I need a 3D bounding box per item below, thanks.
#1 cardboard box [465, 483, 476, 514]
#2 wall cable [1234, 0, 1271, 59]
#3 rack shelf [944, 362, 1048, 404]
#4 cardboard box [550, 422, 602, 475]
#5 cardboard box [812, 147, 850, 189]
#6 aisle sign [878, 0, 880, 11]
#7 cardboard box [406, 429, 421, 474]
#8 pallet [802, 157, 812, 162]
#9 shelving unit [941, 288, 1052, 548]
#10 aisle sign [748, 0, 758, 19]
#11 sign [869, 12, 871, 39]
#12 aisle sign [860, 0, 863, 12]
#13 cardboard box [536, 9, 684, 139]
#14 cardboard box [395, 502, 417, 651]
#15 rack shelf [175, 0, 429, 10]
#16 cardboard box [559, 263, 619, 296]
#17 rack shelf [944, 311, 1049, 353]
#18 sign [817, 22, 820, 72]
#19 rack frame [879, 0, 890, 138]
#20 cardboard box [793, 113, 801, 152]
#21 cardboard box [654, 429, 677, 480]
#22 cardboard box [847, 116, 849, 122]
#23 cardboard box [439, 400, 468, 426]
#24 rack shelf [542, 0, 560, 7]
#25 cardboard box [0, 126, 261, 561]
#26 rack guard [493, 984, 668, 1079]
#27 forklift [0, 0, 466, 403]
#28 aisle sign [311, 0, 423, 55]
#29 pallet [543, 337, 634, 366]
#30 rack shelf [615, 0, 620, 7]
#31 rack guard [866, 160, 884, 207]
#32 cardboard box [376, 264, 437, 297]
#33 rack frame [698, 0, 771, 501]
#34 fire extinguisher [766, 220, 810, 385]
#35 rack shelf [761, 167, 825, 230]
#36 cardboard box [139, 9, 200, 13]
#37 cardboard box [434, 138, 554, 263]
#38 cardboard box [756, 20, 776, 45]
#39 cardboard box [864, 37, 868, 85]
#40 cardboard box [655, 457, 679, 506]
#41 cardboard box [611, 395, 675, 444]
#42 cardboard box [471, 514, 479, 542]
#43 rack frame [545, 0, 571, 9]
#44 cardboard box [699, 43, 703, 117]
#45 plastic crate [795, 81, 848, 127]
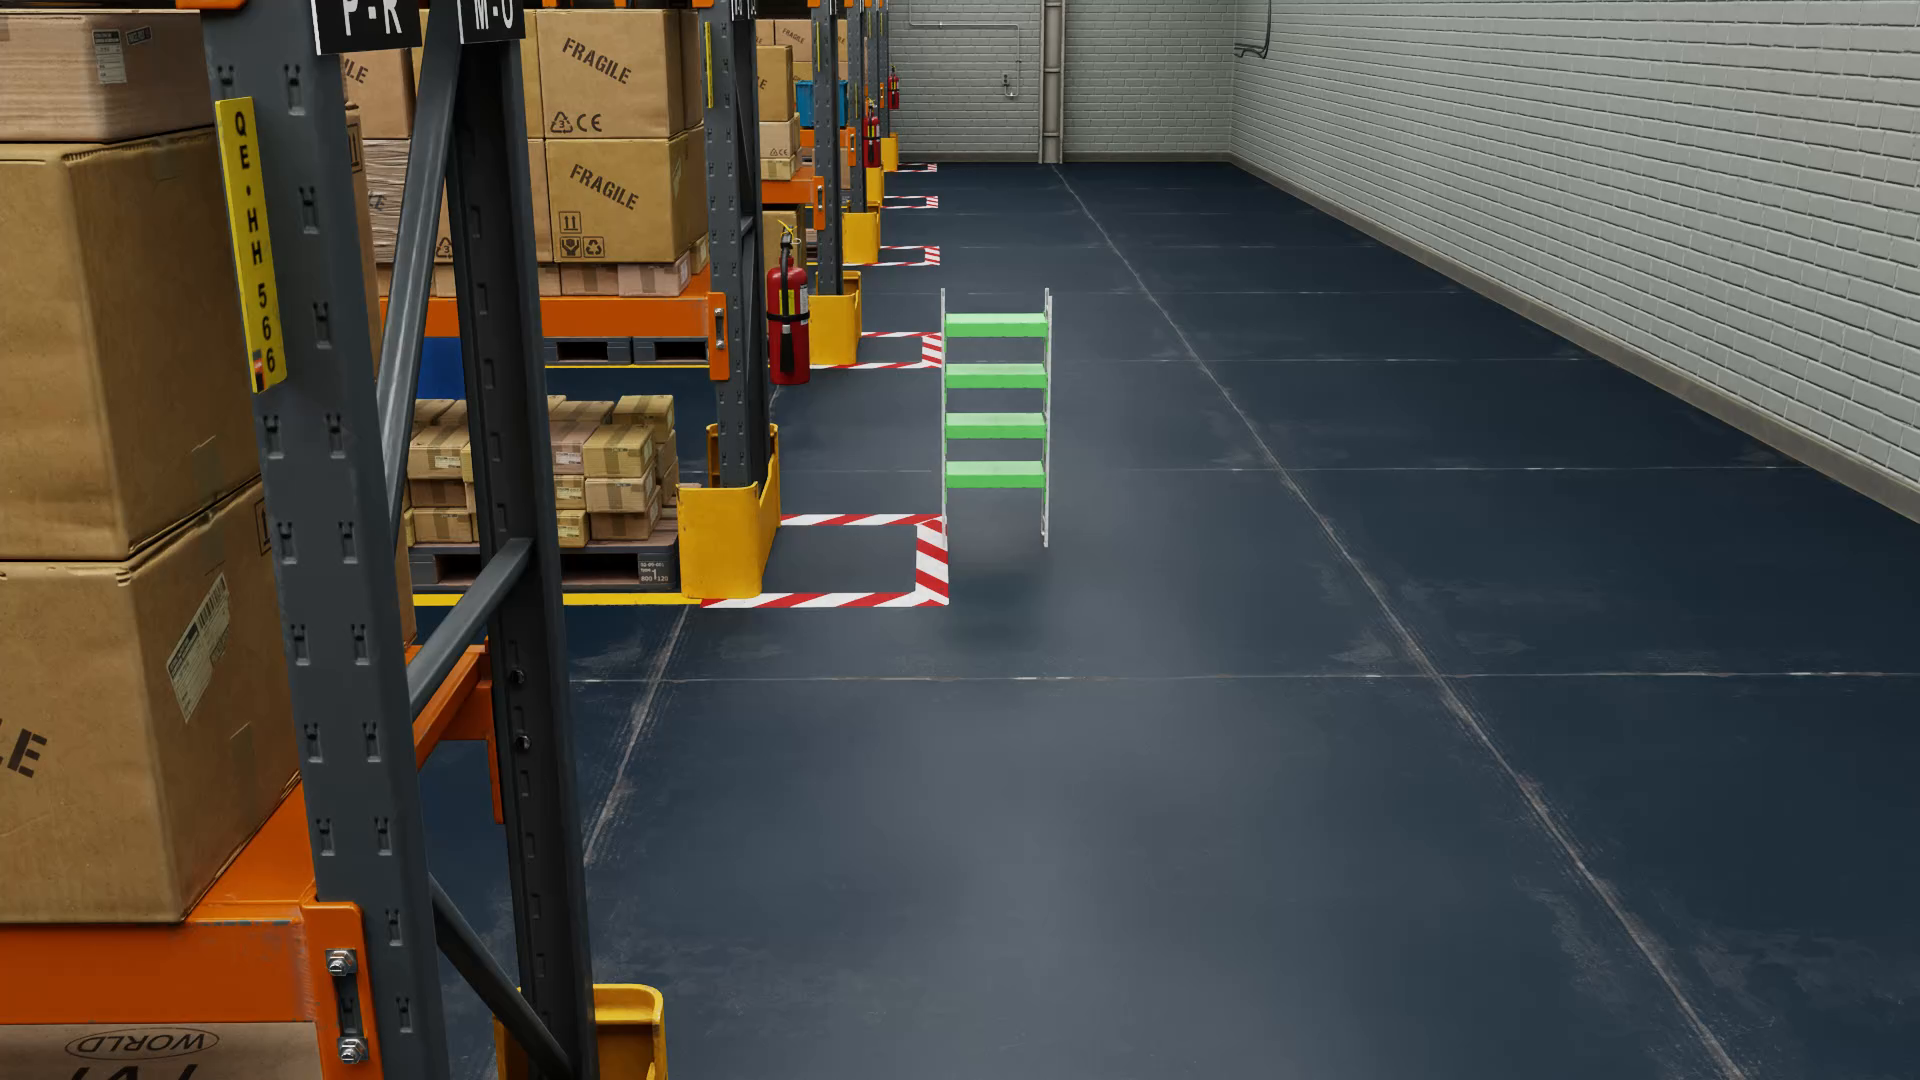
[{"bbox_3d":[-2.025,-0.241,7.381,0.250,0.149,0.380,-1,18,-3],"label":"cardboard box"},{"bbox_3d":[4.467,-8.700,25.519,0.112,2.526,3.097,0,18,-1],"label":"wall cable"},{"bbox_3d":[0.166,-0.740,7.813,0.480,0.148,0.258,0,18,-1],"label":"rack shelf"},{"bbox_3d":[-1.759,-0.412,7.426,0.250,0.149,0.380,0,18,0],"label":"cardboard box"},{"bbox_3d":[-1.651,-4.832,21.572,0.500,0.500,0.500,0,18,-1],"label":"cardboard box"},{"bbox_3d":[-1.048,-7.218,21.383,0.004,0.787,0.394,0,18,-1],"label":"aisle sign"},{"bbox_3d":[-2.544,-0.372,7.301,0.250,0.149,0.380,0,18,1],"label":"cardboard box"},{"bbox_3d":[-1.992,-6.048,26.556,1.213,0.211,1.003,0,18,-1],"label":"pallet"},{"bbox_3d":[0.166,-0.572,7.867,0.503,1.200,0.258,0,18,-1],"label":"shelving unit"},{"bbox_3d":[-0.913,-2.679,7.234,0.004,0.787,0.394,0,18,-1],"label":"aisle sign"},{"bbox_3d":[-1.123,-6.423,20.746,0.005,0.325,0.100,0,18,-1],"label":"sign"},{"bbox_3d":[-0.961,-5.526,16.109,0.004,0.787,0.394,0,18,-1],"label":"aisle sign"},{"bbox_3d":[-1.435,-1.937,6.887,0.500,0.500,0.500,-1,18,-2],"label":"cardboard box"},{"bbox_3d":[-1.287,0.029,2.884,0.500,0.500,0.500,0,18,-1],"label":"cardboard box"},{"bbox_3d":[-2.802,-0.914,2.255,4.000,0.370,1.077,0,18,-1],"label":"rack shelf"},{"bbox_3d":[-1.553,-1.152,7.141,0.250,0.149,0.380,0,18,-1],"label":"cardboard box"},{"bbox_3d":[0.166,-0.968,7.740,0.480,0.148,0.258,0,18,-1],"label":"rack shelf"},{"bbox_3d":[-0.964,-3.363,11.338,0.005,0.325,0.100,0,18,-1],"label":"sign"},{"bbox_3d":[-1.194,-7.404,26.216,0.127,3.000,1.000,0,18,-1],"label":"rack frame"},{"bbox_3d":[-1.443,-3.015,12.295,0.500,0.250,0.500,-1,18,-2],"label":"cardboard box"},{"bbox_3d":[-1.510,-0.410,7.907,0.250,0.149,0.380,0,18,1],"label":"cardboard box"},{"bbox_3d":[-1.770,-6.750,26.521,0.250,0.149,0.380,0,18,0],"label":"cardboard box"},{"bbox_3d":[-2.285,-0.550,7.857,0.250,0.149,0.380,-1,18,-4],"label":"cardboard box"},{"bbox_3d":[-7.111,-6.947,21.061,4.000,0.370,1.077,0,18,-1],"label":"rack shelf"},{"bbox_3d":[-1.281,-0.287,2.231,0.500,0.500,0.500,0,18,1],"label":"cardboard box"},{"bbox_3d":[-0.779,1.352,3.015,0.348,0.500,1.175,0,18,-1],"label":"rack guard"},{"bbox_3d":[-3.958,-1.615,8.284,1.130,2.935,3.031,12,21,33],"label":"forklift"},{"bbox_3d":[-0.726,-0.982,1.942,0.004,0.787,0.394,0,18,-1],"label":"aisle sign"},{"bbox_3d":[-2.974,-1.504,12.392,1.213,0.211,1.003,0,18,-1],"label":"pallet"},{"bbox_3d":[-7.193,-8.460,25.778,4.000,0.370,1.077,0,18,-1],"label":"rack shelf"},{"bbox_3d":[-1.188,-4.700,21.880,0.348,0.500,1.175,0,18,-1],"label":"rack guard"},{"bbox_3d":[-2.322,-1.146,7.121,0.250,0.149,0.380,-1,18,-3],"label":"cardboard box"},{"bbox_3d":[-0.982,-1.350,7.344,0.127,3.000,1.000,0,18,-1],"label":"rack frame"},{"bbox_3d":[-0.723,-0.996,6.977,0.183,0.674,0.296,0,18,-1],"label":"fire extinguisher"},{"bbox_3d":[-2.959,-2.513,12.148,4.000,0.370,1.077,0,18,-1],"label":"rack shelf"},{"bbox_3d":[-2.991,-1.926,6.852,0.500,0.500,0.500,-1,18,-3],"label":"cardboard box"},{"bbox_3d":[-1.942,-1.457,7.029,0.500,0.500,0.500,-1,18,-2],"label":"cardboard box"},{"bbox_3d":[-2.576,-6.322,21.043,0.500,0.500,0.500,0,18,1],"label":"cardboard box"},{"bbox_3d":[-1.703,-7.541,26.153,0.700,0.700,0.980,1,18,2],"label":"cardboard box"},{"bbox_3d":[-1.511,-0.287,8.012,0.250,0.149,0.380,0,18,0],"label":"cardboard box"},{"bbox_3d":[-1.511,-0.577,7.940,0.250,0.149,0.380,-1,18,-3],"label":"cardboard box"},{"bbox_3d":[-2.026,-0.119,7.487,0.250,0.149,0.380,0,18,-1],"label":"cardboard box"},{"bbox_3d":[-5.111,-5.871,21.440,0.127,3.000,1.000,0,18,-1],"label":"rack frame"},{"bbox_3d":[-1.943,-3.370,12.173,0.500,0.500,0.500,-1,18,-2],"label":"cardboard box"},{"bbox_3d":[-1.369,-4.364,16.586,0.499,0.435,0.616,0,18,-1],"label":"plastic crate"}]
